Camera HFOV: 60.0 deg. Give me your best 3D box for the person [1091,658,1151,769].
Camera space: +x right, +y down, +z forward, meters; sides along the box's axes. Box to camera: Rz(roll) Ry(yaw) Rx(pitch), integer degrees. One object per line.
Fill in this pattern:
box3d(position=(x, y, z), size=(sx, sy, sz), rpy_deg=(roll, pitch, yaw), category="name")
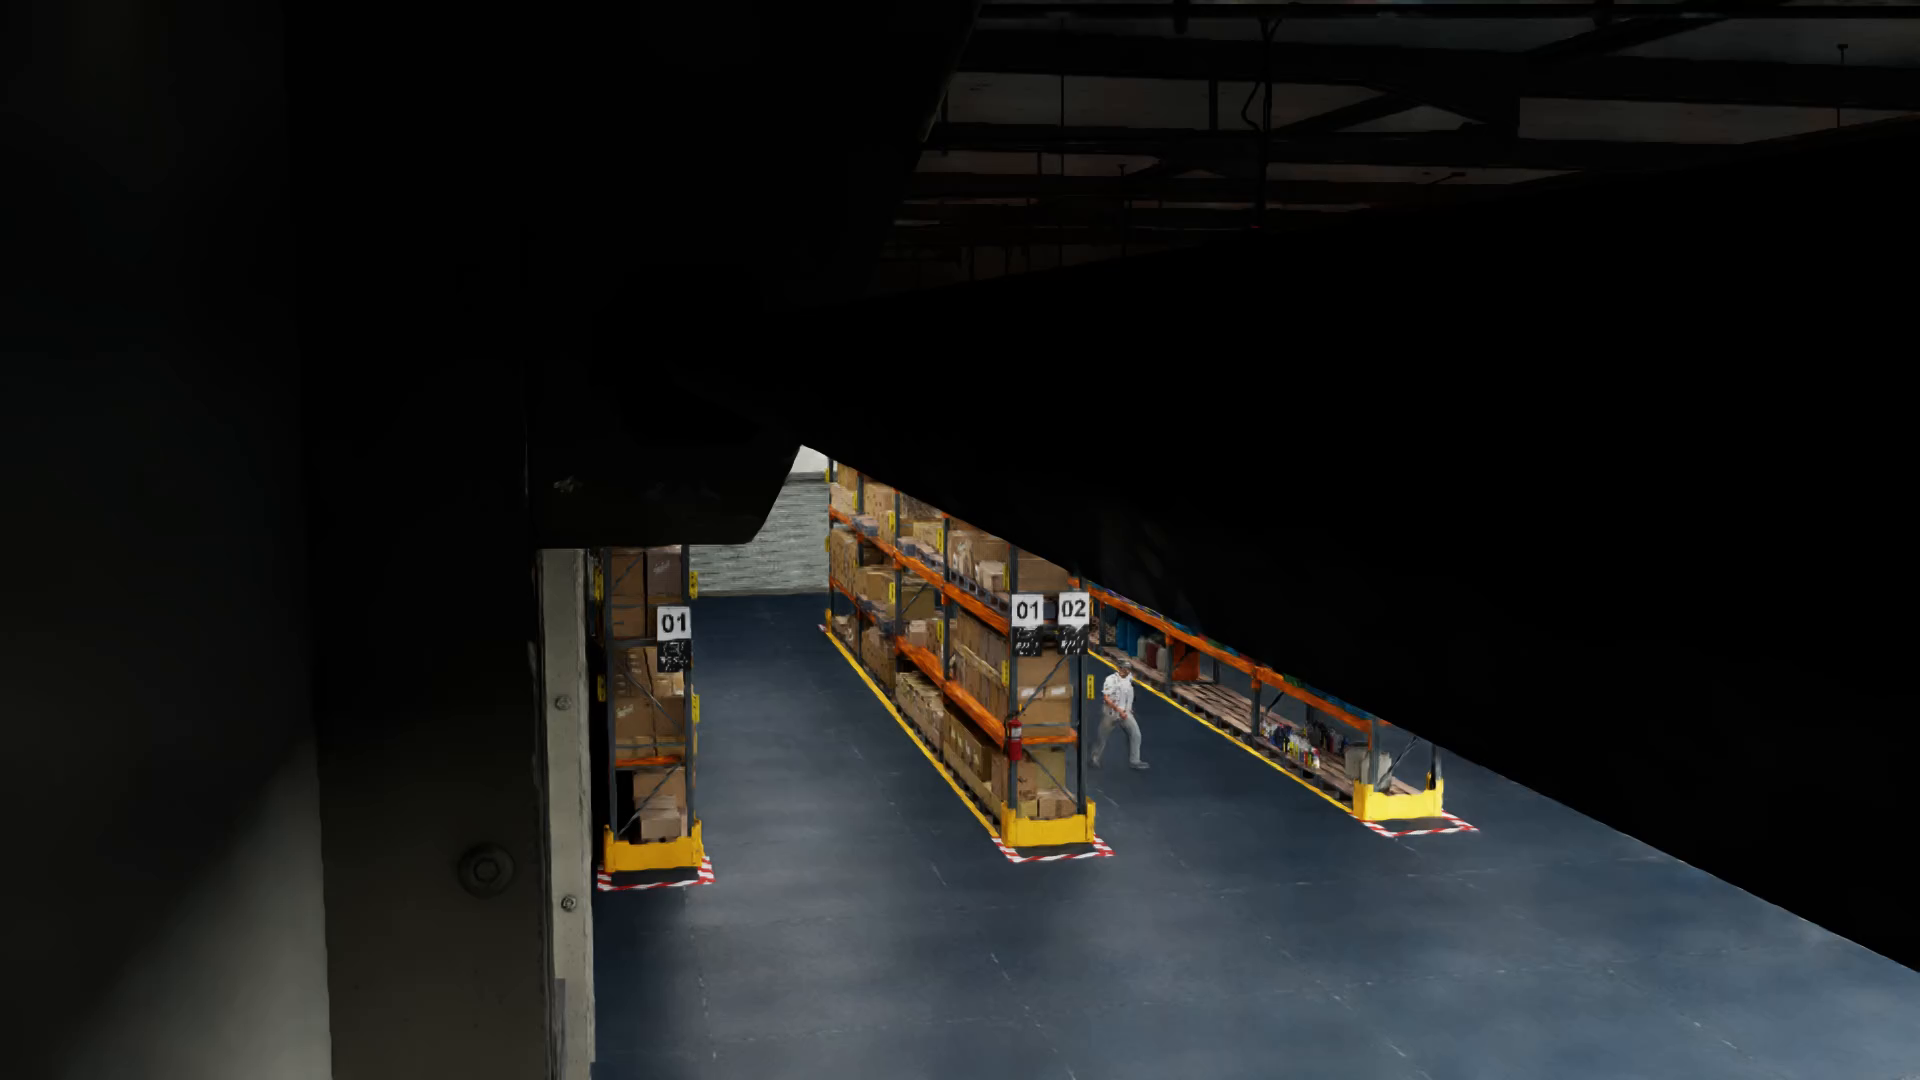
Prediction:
box3d(position=(2.352, 2.547, 24.747), size=(0.691, 1.691, 0.860), rpy_deg=(-4, 8, -30), category="person")
